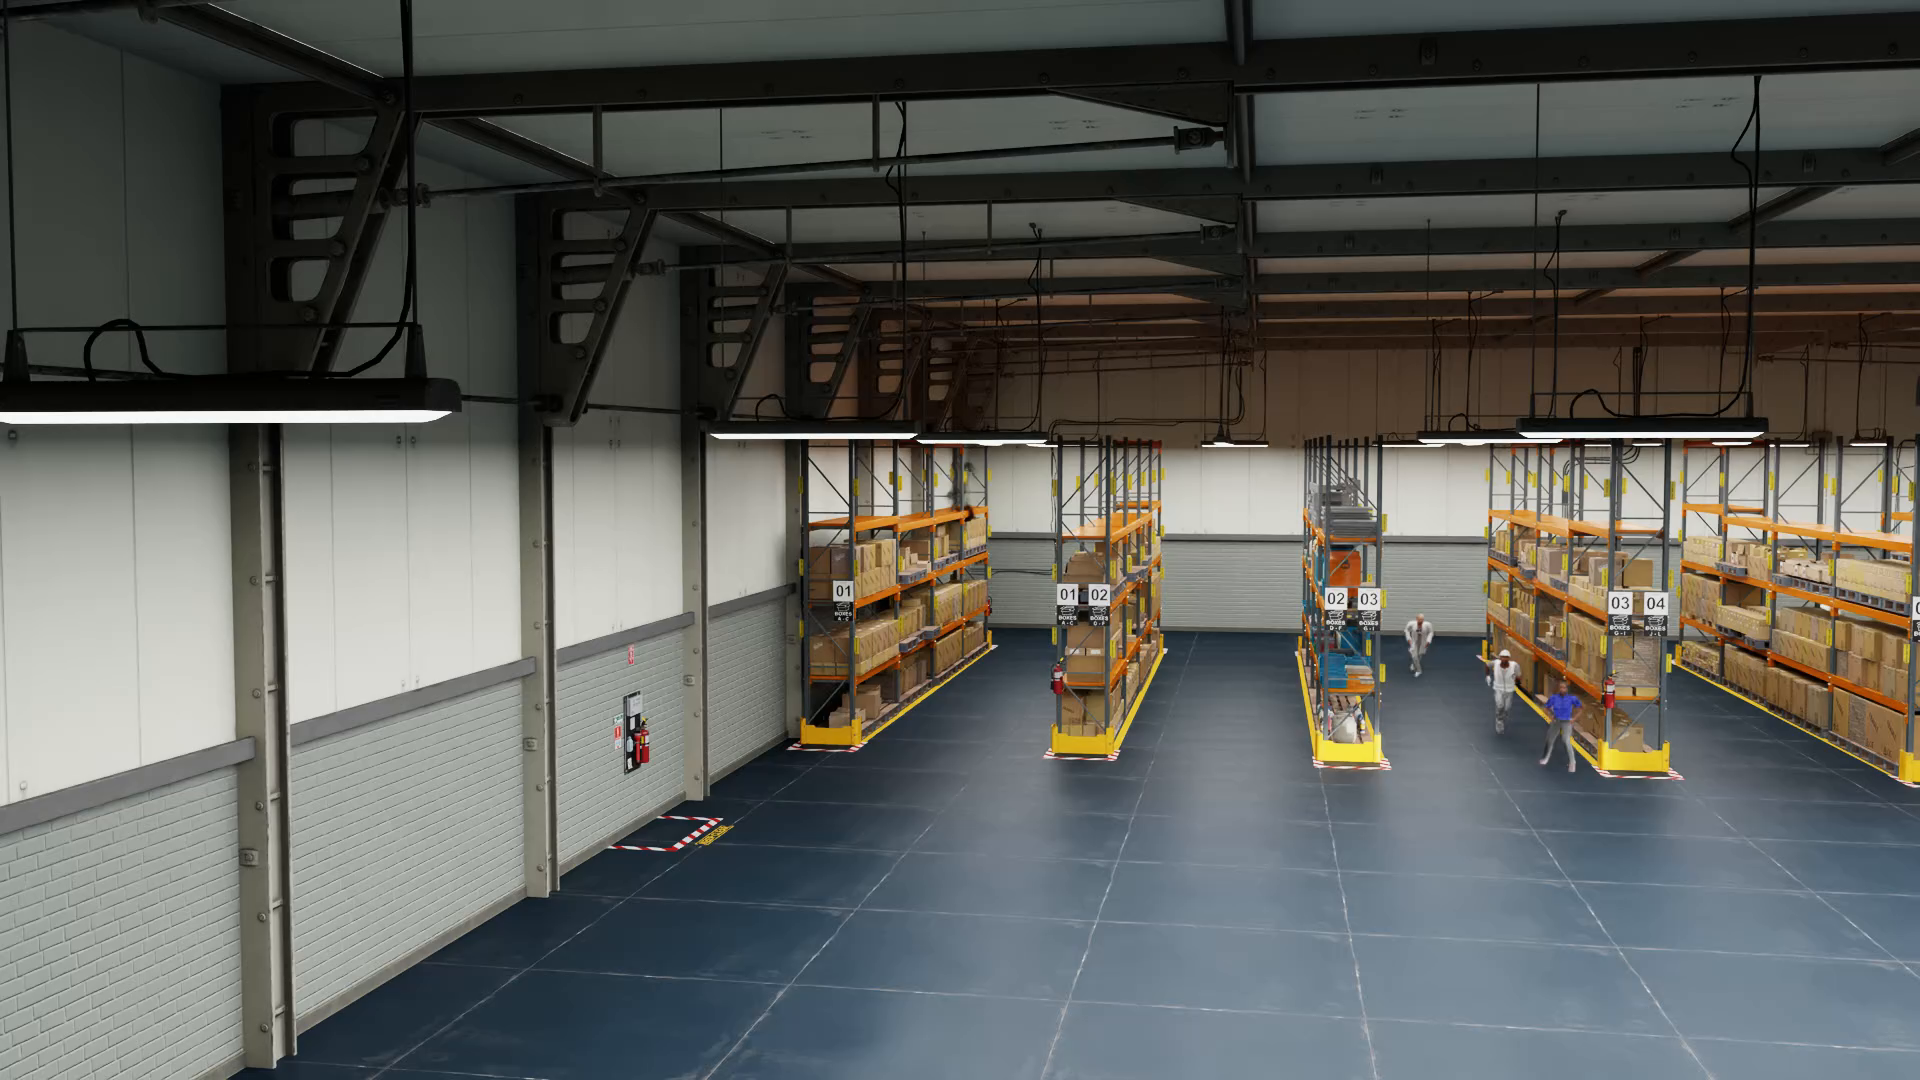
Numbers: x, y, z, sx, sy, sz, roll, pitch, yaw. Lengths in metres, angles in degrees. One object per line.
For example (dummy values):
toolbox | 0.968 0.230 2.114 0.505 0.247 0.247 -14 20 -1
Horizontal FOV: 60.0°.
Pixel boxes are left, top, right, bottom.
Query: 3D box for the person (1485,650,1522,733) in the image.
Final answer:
person | 10.920 3.032 33.426 0.665 1.698 0.904 1 3 10

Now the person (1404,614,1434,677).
person | 11.662 2.650 42.318 0.716 1.626 1.062 1 3 9

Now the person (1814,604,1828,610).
person | 23.975 2.388 46.356 0.754 1.727 0.580 0 3 -9

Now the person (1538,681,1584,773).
person | 10.742 3.323 29.769 0.781 1.620 0.690 2 4 29
